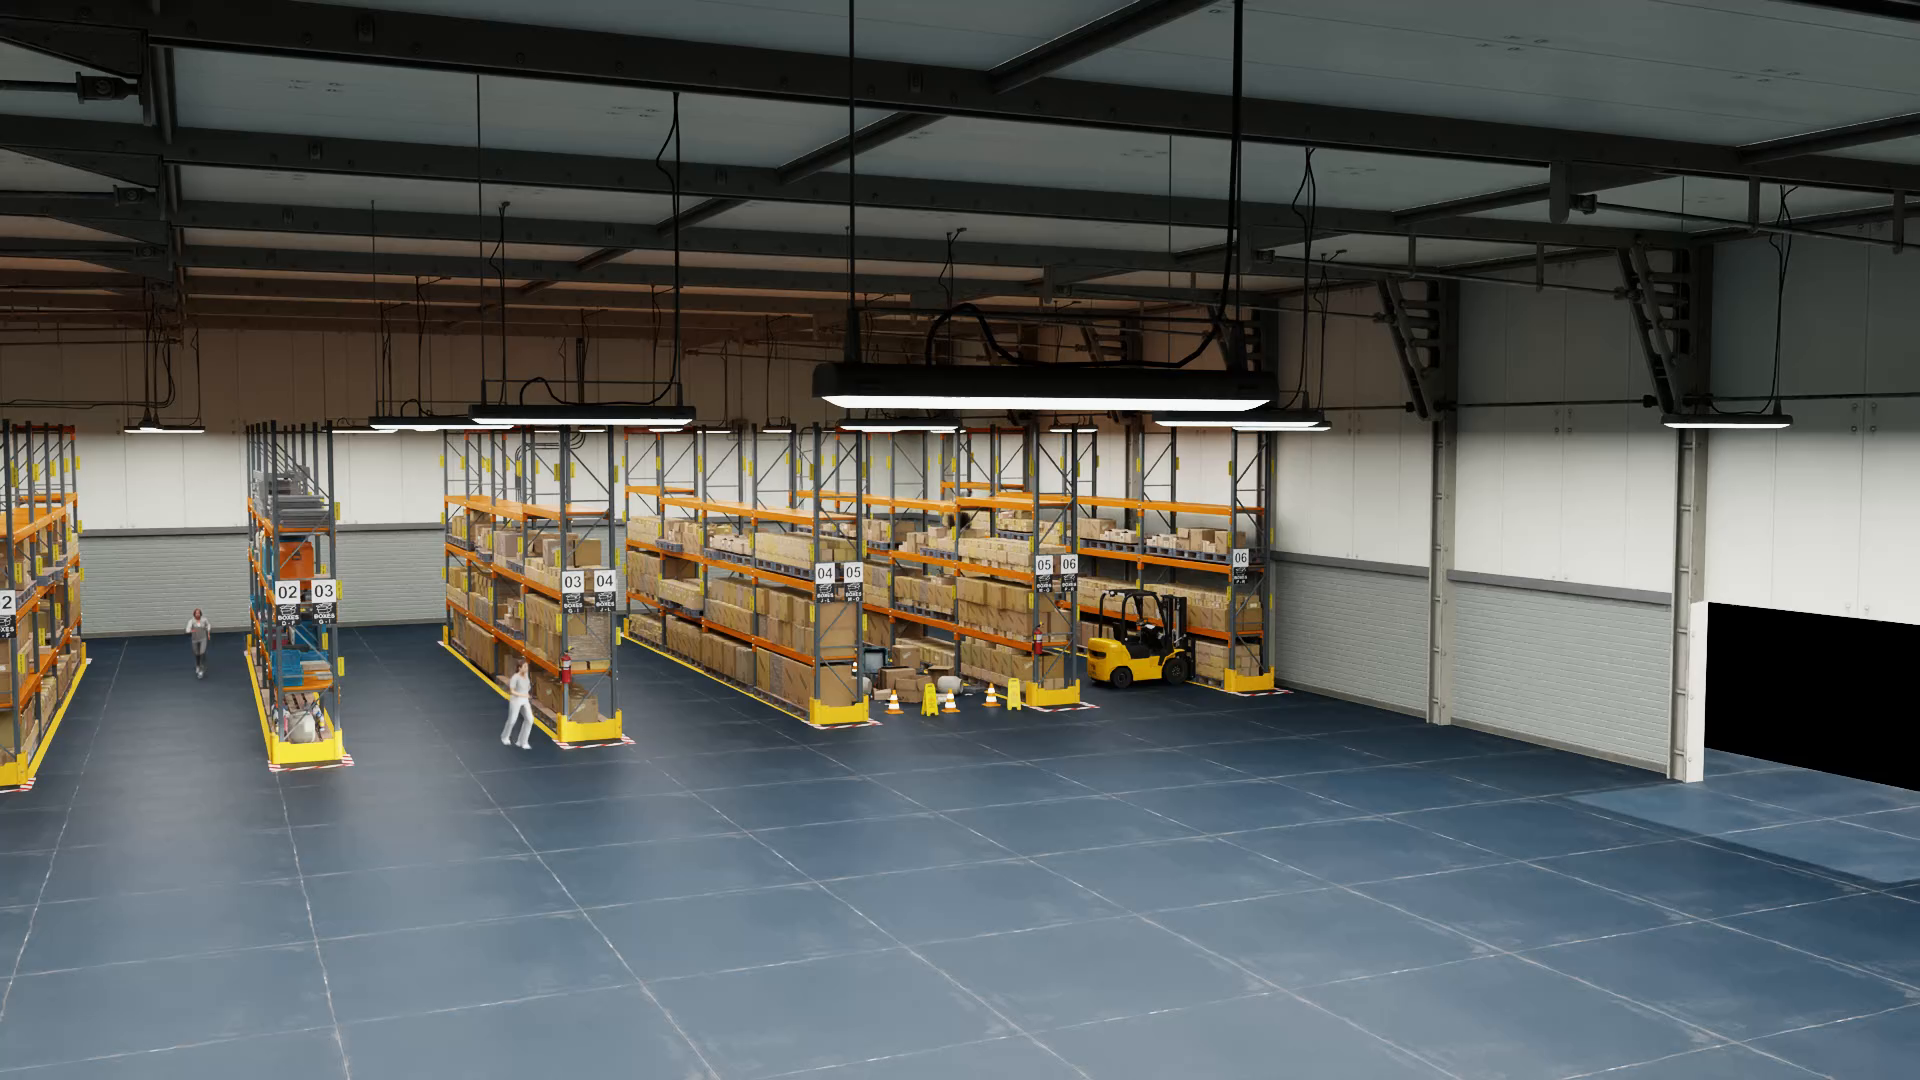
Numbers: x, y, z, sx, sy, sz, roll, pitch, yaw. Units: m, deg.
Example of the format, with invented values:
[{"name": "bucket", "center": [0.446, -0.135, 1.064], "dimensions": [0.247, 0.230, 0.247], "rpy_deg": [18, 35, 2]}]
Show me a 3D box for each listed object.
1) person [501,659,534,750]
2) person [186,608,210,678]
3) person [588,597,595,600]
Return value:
[{"name": "person", "center": [-8.152, 3.004, 30.513], "dimensions": [0.773, 1.671, 0.546], "rpy_deg": [3, 4, 37]}, {"name": "person", "center": [-18.121, 2.431, 39.574], "dimensions": [0.499, 1.626, 0.824], "rpy_deg": [-1, 4, -20]}, {"name": "person", "center": [-10.156, 2.000, 46.097], "dimensions": [0.757, 1.759, 0.814], "rpy_deg": [-1, 4, -17]}]
